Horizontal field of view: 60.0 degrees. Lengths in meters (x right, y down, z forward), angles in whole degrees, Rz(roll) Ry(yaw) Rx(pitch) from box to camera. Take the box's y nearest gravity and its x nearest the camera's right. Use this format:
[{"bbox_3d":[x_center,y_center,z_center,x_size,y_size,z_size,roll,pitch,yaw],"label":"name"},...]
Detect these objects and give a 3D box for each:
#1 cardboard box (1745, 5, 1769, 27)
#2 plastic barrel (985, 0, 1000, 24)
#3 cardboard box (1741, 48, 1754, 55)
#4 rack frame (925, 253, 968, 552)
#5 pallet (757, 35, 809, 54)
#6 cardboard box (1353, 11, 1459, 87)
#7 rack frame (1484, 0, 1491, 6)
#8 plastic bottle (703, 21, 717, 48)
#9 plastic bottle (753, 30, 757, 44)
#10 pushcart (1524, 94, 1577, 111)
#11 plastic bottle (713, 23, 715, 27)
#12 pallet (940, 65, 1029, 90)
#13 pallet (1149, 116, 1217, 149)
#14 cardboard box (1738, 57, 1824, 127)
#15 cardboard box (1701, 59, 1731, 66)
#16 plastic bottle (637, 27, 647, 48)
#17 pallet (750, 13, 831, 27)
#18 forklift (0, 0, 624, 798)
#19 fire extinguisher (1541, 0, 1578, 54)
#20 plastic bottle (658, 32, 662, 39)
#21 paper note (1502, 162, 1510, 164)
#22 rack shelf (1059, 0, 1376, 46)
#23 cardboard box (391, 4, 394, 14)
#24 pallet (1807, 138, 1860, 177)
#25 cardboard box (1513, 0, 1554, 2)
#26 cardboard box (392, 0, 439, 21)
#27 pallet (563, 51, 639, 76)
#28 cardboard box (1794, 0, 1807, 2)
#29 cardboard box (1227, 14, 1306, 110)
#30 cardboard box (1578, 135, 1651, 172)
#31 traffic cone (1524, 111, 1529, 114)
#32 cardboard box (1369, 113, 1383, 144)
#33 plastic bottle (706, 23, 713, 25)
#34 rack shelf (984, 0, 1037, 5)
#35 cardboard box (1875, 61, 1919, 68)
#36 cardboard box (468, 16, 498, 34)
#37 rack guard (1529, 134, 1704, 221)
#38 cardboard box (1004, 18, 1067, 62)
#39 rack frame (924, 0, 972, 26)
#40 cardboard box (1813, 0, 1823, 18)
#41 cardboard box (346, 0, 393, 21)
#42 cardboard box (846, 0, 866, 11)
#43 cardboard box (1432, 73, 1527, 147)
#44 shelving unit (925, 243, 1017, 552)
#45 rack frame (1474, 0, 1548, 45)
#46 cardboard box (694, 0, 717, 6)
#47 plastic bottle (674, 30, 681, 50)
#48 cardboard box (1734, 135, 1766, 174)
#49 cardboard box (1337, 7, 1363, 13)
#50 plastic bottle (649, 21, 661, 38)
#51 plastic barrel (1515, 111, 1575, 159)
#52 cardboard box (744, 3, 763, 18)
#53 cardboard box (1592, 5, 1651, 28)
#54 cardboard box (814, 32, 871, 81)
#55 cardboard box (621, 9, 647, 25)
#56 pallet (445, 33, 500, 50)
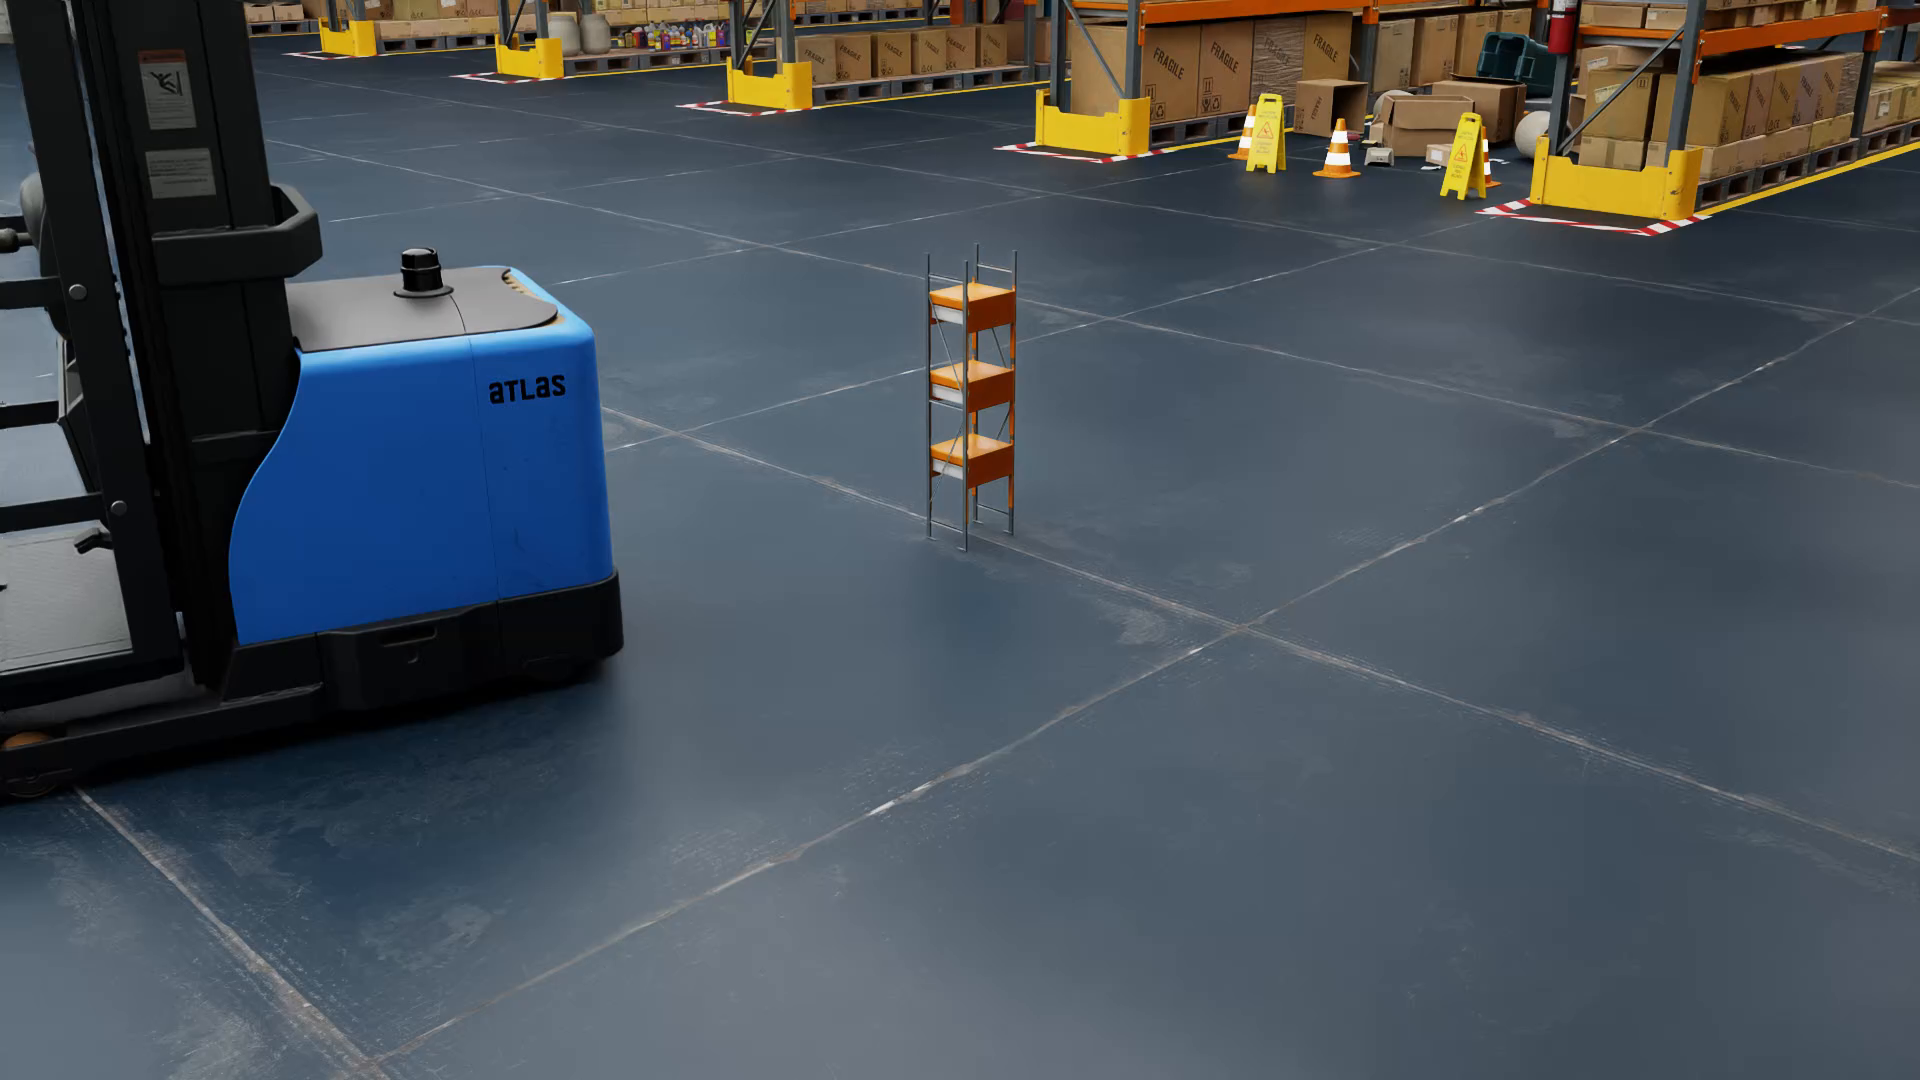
[{"bbox_3d":[5.874,-3.980,12.598,0.250,0.149,0.380,-20,28,-41],"label":"cardboard box"},{"bbox_3d":[0.461,-9.000,28.192,0.421,0.512,0.421,0,21,0],"label":"plastic barrel"},{"bbox_3d":[6.568,-4.251,14.253,0.250,0.149,0.380,-19,28,-40],"label":"cardboard box"},{"bbox_3d":[-0.048,-0.472,5.840,0.200,1.050,0.008,19,28,41],"label":"rack frame"},{"bbox_3d":[-2.469,-7.550,25.423,1.003,0.211,1.213,19,28,41],"label":"pallet"},{"bbox_3d":[5.087,-5.708,19.294,1.050,0.750,0.750,19,28,41],"label":"cardboard box"},{"bbox_3d":[8.931,-10.485,29.172,1.000,3.000,0.127,19,28,41],"label":"rack frame"},{"bbox_3d":[-3.591,-7.239,23.805,0.144,0.351,0.185,19,28,40],"label":"plastic bottle"},{"bbox_3d":[-3.019,-7.368,24.349,0.097,0.201,0.097,0,21,0],"label":"plastic bottle"},{"bbox_3d":[5.992,-4.254,16.615,1.648,0.377,0.936,9,23,23],"label":"pushcart"},{"bbox_3d":[-3.654,-7.489,24.550,0.061,0.283,0.133,19,28,41],"label":"plastic bottle"},{"bbox_3d":[0.117,-5.917,21.175,1.003,0.211,1.213,19,28,41],"label":"pallet"},{"bbox_3d":[1.755,-4.028,16.260,1.003,0.211,1.213,19,28,41],"label":"pallet"},{"bbox_3d":[6.731,-3.701,13.723,0.500,0.500,0.500,-18,28,-39],"label":"cardboard box"},{"bbox_3d":[5.961,-3.688,13.692,0.500,0.500,0.500,18,28,39],"label":"cardboard box"},{"bbox_3d":[-4.540,-7.162,23.701,0.061,0.283,0.133,19,28,41],"label":"plastic bottle"},{"bbox_3d":[-3.197,-9.789,31.250,1.003,0.211,1.213,19,28,41],"label":"pallet"},{"bbox_3d":[-2.570,-0.882,4.284,3.031,2.935,1.130,-10,23,-25],"label":"forklift"},{"bbox_3d":[4.460,-3.941,12.256,0.296,0.674,0.183,19,28,41],"label":"fire extinguisher"},{"bbox_3d":[-4.290,-7.211,23.941,0.097,0.201,0.097,0,21,0],"label":"plastic bottle"},{"bbox_3d":[4.852,-3.354,14.786,0.032,0.001,0.123,19,28,41],"label":"paper note"},{"bbox_3d":[2.648,-5.283,16.641,1.077,0.370,4.000,19,28,41],"label":"rack shelf"},{"bbox_3d":[-10.439,-9.857,30.875,0.380,0.166,0.250,15,26,34],"label":"cardboard box"},{"bbox_3d":[7.217,-3.437,14.722,1.003,0.211,1.213,19,28,41],"label":"pallet"},{"bbox_3d":[7.467,-6.914,21.736,0.500,0.250,0.500,-20,28,-41],"label":"cardboard box"},{"bbox_3d":[-8.445,-8.326,25.758,0.500,0.500,0.500,19,28,41],"label":"cardboard box"},{"bbox_3d":[-5.189,-6.549,22.818,1.003,0.211,1.213,19,28,41],"label":"pallet"},{"bbox_3d":[6.462,-4.527,13.119,0.500,0.500,0.500,19,28,40],"label":"cardboard box"},{"bbox_3d":[2.928,-4.960,17.175,0.875,0.875,0.875,20,28,41],"label":"cardboard box"},{"bbox_3d":[5.258,-3.085,13.168,0.500,0.250,0.500,19,28,40],"label":"cardboard box"},{"bbox_3d":[6.061,-4.915,18.218,0.336,0.463,0.334,19,28,41],"label":"traffic cone"},{"bbox_3d":[4.164,-3.954,15.991,0.258,0.266,0.396,-14,25,-33],"label":"cardboard box"},{"bbox_3d":[-3.731,-7.512,24.620,0.135,0.276,0.152,-19,28,-40],"label":"plastic bottle"},{"bbox_3d":[1.955,-7.578,22.613,1.077,0.370,4.000,19,28,41],"label":"rack shelf"},{"bbox_3d":[10.049,-4.775,17.394,0.950,0.372,0.625,17,27,37],"label":"cardboard box"},{"bbox_3d":[-7.744,-8.232,26.559,0.500,0.250,0.500,19,28,41],"label":"cardboard box"},{"bbox_3d":[4.923,-2.744,12.518,1.175,0.500,0.348,19,28,41],"label":"rack guard"},{"bbox_3d":[1.004,-6.591,21.913,0.700,0.500,0.500,17,27,37],"label":"cardboard box"},{"bbox_3d":[-0.198,-9.668,27.047,1.000,3.000,0.127,19,28,41],"label":"rack frame"},{"bbox_3d":[6.748,-4.323,13.492,0.380,0.149,0.250,19,28,40],"label":"cardboard box"},{"bbox_3d":[-9.165,-8.327,25.761,0.500,0.500,0.500,19,28,41],"label":"cardboard box"},{"bbox_3d":[-2.147,-10.392,31.801,0.500,0.500,0.500,18,27,39],"label":"cardboard box"},{"bbox_3d":[4.928,-4.117,15.896,0.797,0.637,0.503,19,28,41],"label":"cardboard box"},{"bbox_3d":[0.037,-0.504,5.922,0.215,1.050,0.252,19,28,41],"label":"shelving unit"},{"bbox_3d":[6.834,-7.161,20.524,1.000,3.000,0.127,19,28,41],"label":"rack frame"},{"bbox_3d":[-4.646,-9.622,29.394,0.500,0.311,0.500,19,28,40],"label":"cardboard box"},{"bbox_3d":[-3.982,-7.045,23.413,0.097,0.271,0.097,0,21,0],"label":"plastic bottle"},{"bbox_3d":[5.992,-3.072,13.132,0.500,0.250,0.500,-19,28,-40],"label":"cardboard box"},{"bbox_3d":[5.709,-8.491,26.362,1.225,0.875,0.875,19,28,41],"label":"cardboard box"},{"bbox_3d":[-4.407,-7.299,23.964,0.185,0.351,0.144,-19,28,-40],"label":"plastic bottle"},{"bbox_3d":[5.226,-3.599,14.848,0.421,0.421,0.512,-2,21,-5],"label":"plastic barrel"},{"bbox_3d":[-3.937,-9.625,30.182,0.500,0.250,0.500,-19,28,-41],"label":"cardboard box"},{"bbox_3d":[4.978,-3.924,12.453,0.250,0.149,0.380,-19,28,-40],"label":"cardboard box"},{"bbox_3d":[-1.390,-5.720,19.673,0.500,0.500,0.500,-12,24,-28],"label":"cardboard box"},{"bbox_3d":[-5.719,-8.966,28.467,0.500,0.250,0.500,-19,28,-41],"label":"cardboard box"},{"bbox_3d":[-7.971,-8.070,26.776,1.003,0.211,1.213,19,28,41],"label":"pallet"}]
